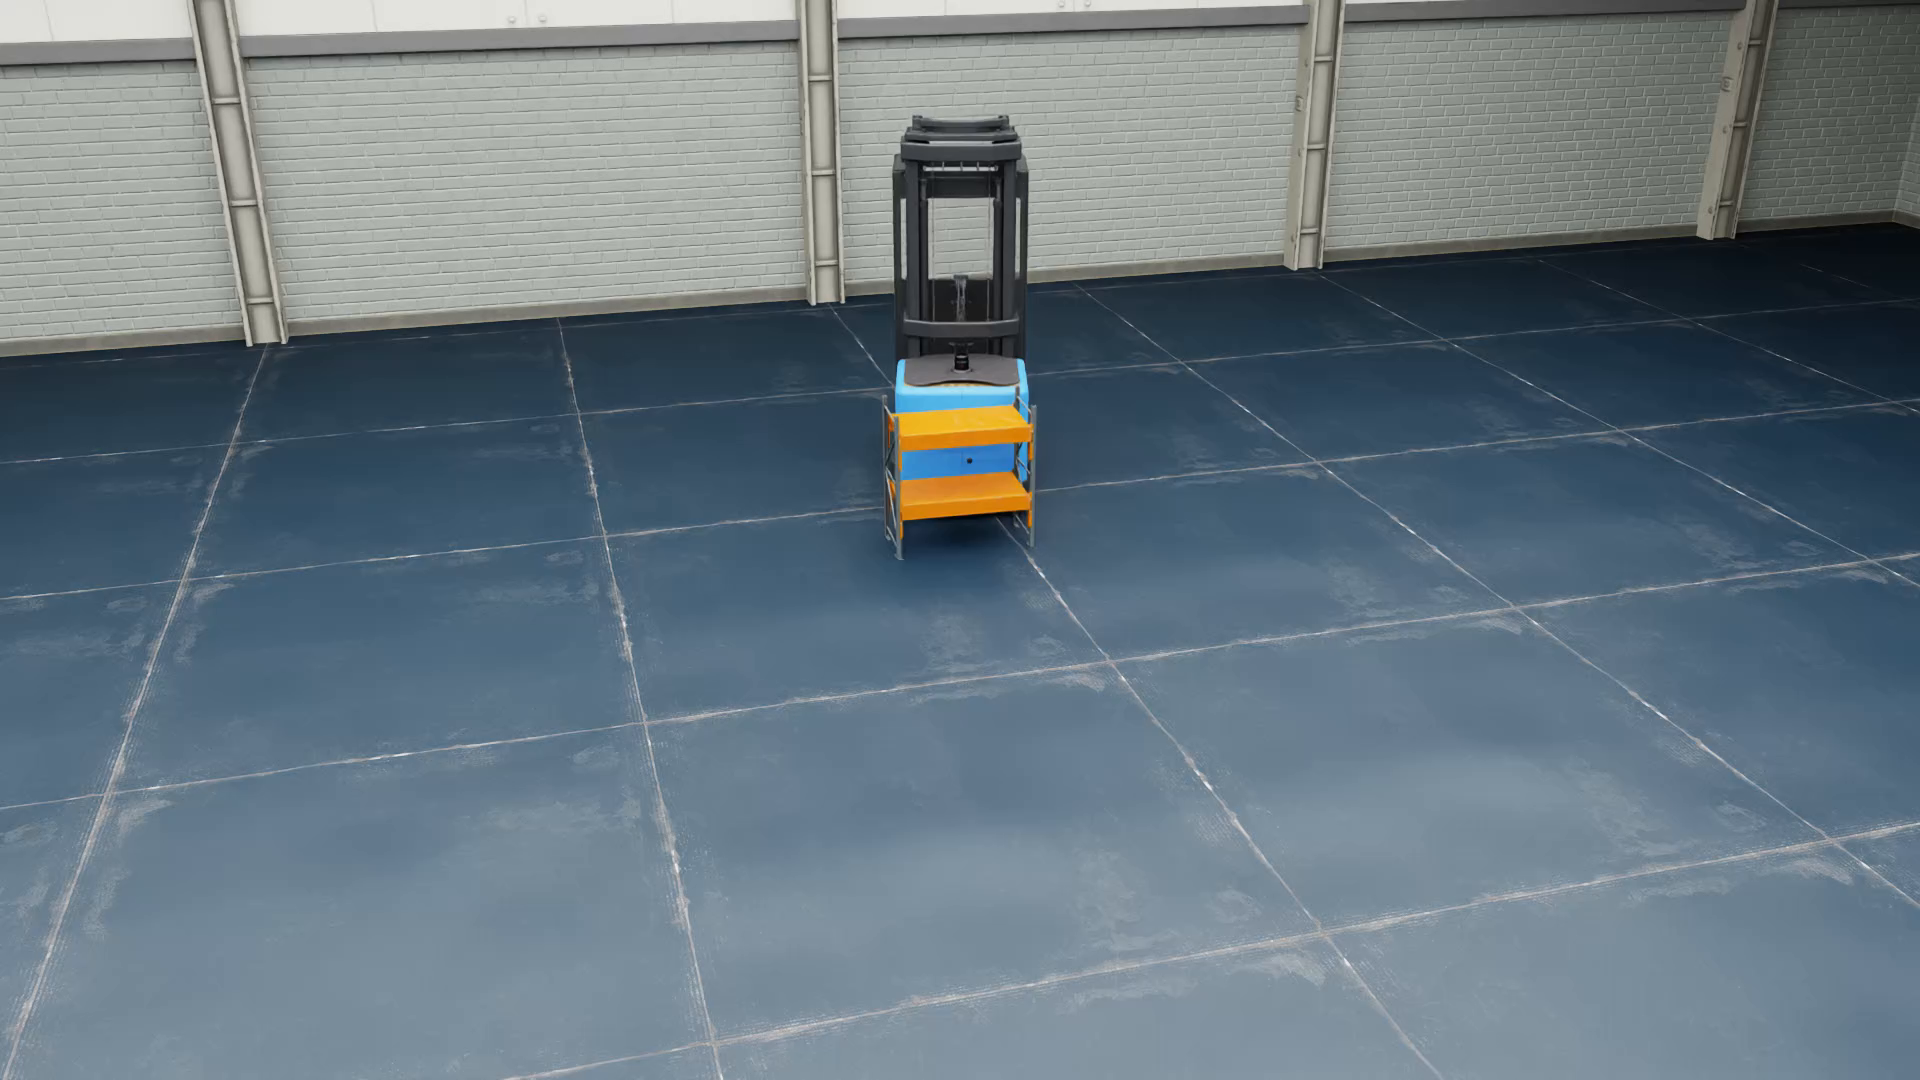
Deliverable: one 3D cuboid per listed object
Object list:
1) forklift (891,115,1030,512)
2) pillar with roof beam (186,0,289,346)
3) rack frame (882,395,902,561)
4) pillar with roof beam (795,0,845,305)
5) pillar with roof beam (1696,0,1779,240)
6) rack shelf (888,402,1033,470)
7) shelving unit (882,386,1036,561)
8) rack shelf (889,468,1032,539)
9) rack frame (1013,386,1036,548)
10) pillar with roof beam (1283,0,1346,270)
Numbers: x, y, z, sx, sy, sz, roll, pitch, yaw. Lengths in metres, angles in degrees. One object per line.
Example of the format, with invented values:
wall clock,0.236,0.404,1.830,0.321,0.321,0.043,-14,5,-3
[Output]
forklift,0.002,-2.095,13.846,1.130,2.935,3.031,0,23,-1
pillar with roof beam,-6.156,-4.609,12.009,0.400,9.000,9.100,-6,24,-14
rack frame,-0.505,-0.459,12.324,0.032,1.125,0.500,-5,24,-12
pillar with roof beam,-0.379,-5.248,13.498,0.400,9.000,9.100,-6,24,-14
pillar with roof beam,11.175,-6.526,16.477,0.400,9.000,9.100,-6,24,-14
rack shelf,-0.010,-0.774,12.315,1.000,0.278,0.538,-5,24,-12
shelving unit,-0.010,-0.505,12.431,1.048,1.125,0.538,-5,24,-12
rack shelf,-0.010,-0.280,12.527,1.000,0.278,0.538,-5,24,-12
rack frame,0.485,-0.551,12.537,0.032,1.125,0.500,-5,24,-12
pillar with roof beam,5.398,-5.887,14.987,0.400,9.000,9.100,-6,24,-14
